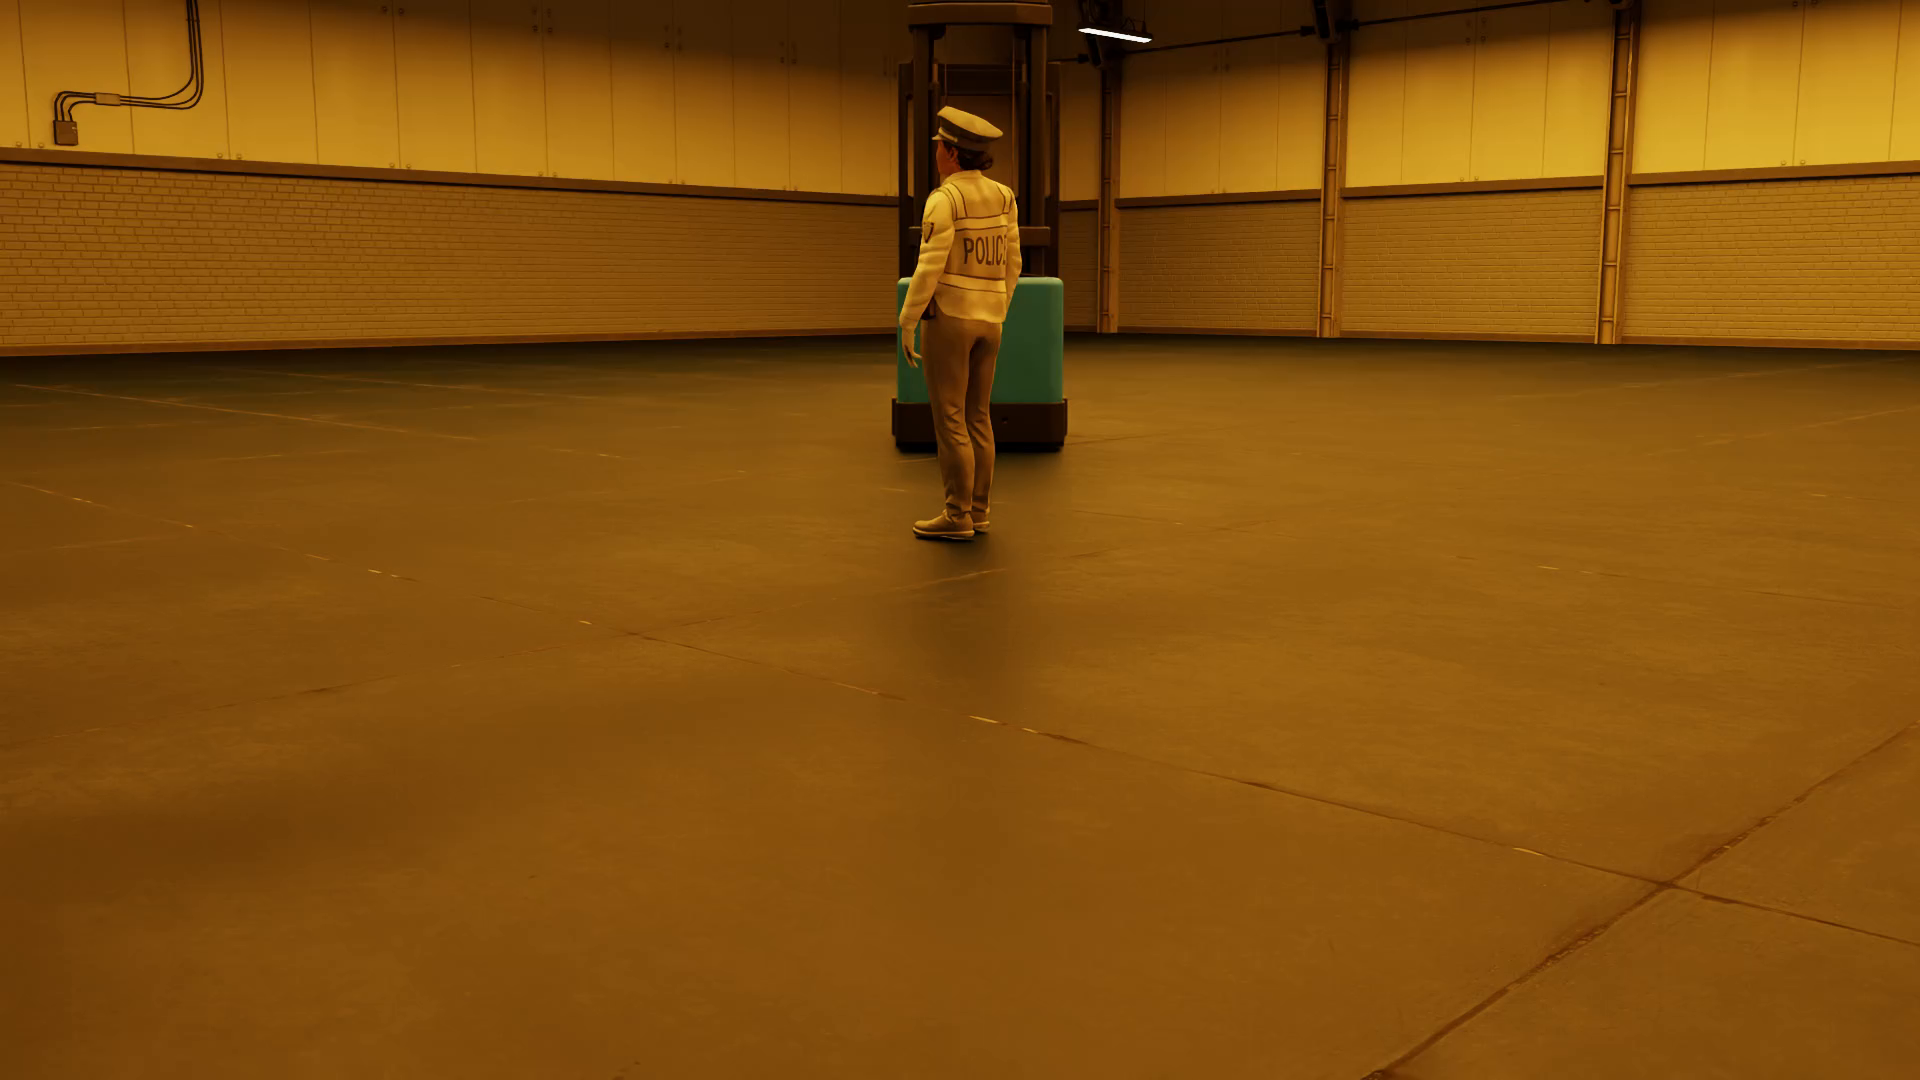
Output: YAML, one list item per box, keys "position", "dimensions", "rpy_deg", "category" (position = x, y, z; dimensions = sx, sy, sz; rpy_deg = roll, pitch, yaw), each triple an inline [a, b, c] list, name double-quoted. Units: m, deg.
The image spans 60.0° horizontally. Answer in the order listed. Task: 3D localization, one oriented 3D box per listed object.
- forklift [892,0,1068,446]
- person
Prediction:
- position: [0.128, -2.203, 11.507]
  dimensions: [1.130, 2.935, 3.031]
  rpy_deg: [0, 9, 0]
  category: "forklift"
- position: [-0.045, -0.853, 6.642]
  dimensions: [0.531, 1.695, 0.588]
  rpy_deg: [8, 12, 43]
  category: "person"
